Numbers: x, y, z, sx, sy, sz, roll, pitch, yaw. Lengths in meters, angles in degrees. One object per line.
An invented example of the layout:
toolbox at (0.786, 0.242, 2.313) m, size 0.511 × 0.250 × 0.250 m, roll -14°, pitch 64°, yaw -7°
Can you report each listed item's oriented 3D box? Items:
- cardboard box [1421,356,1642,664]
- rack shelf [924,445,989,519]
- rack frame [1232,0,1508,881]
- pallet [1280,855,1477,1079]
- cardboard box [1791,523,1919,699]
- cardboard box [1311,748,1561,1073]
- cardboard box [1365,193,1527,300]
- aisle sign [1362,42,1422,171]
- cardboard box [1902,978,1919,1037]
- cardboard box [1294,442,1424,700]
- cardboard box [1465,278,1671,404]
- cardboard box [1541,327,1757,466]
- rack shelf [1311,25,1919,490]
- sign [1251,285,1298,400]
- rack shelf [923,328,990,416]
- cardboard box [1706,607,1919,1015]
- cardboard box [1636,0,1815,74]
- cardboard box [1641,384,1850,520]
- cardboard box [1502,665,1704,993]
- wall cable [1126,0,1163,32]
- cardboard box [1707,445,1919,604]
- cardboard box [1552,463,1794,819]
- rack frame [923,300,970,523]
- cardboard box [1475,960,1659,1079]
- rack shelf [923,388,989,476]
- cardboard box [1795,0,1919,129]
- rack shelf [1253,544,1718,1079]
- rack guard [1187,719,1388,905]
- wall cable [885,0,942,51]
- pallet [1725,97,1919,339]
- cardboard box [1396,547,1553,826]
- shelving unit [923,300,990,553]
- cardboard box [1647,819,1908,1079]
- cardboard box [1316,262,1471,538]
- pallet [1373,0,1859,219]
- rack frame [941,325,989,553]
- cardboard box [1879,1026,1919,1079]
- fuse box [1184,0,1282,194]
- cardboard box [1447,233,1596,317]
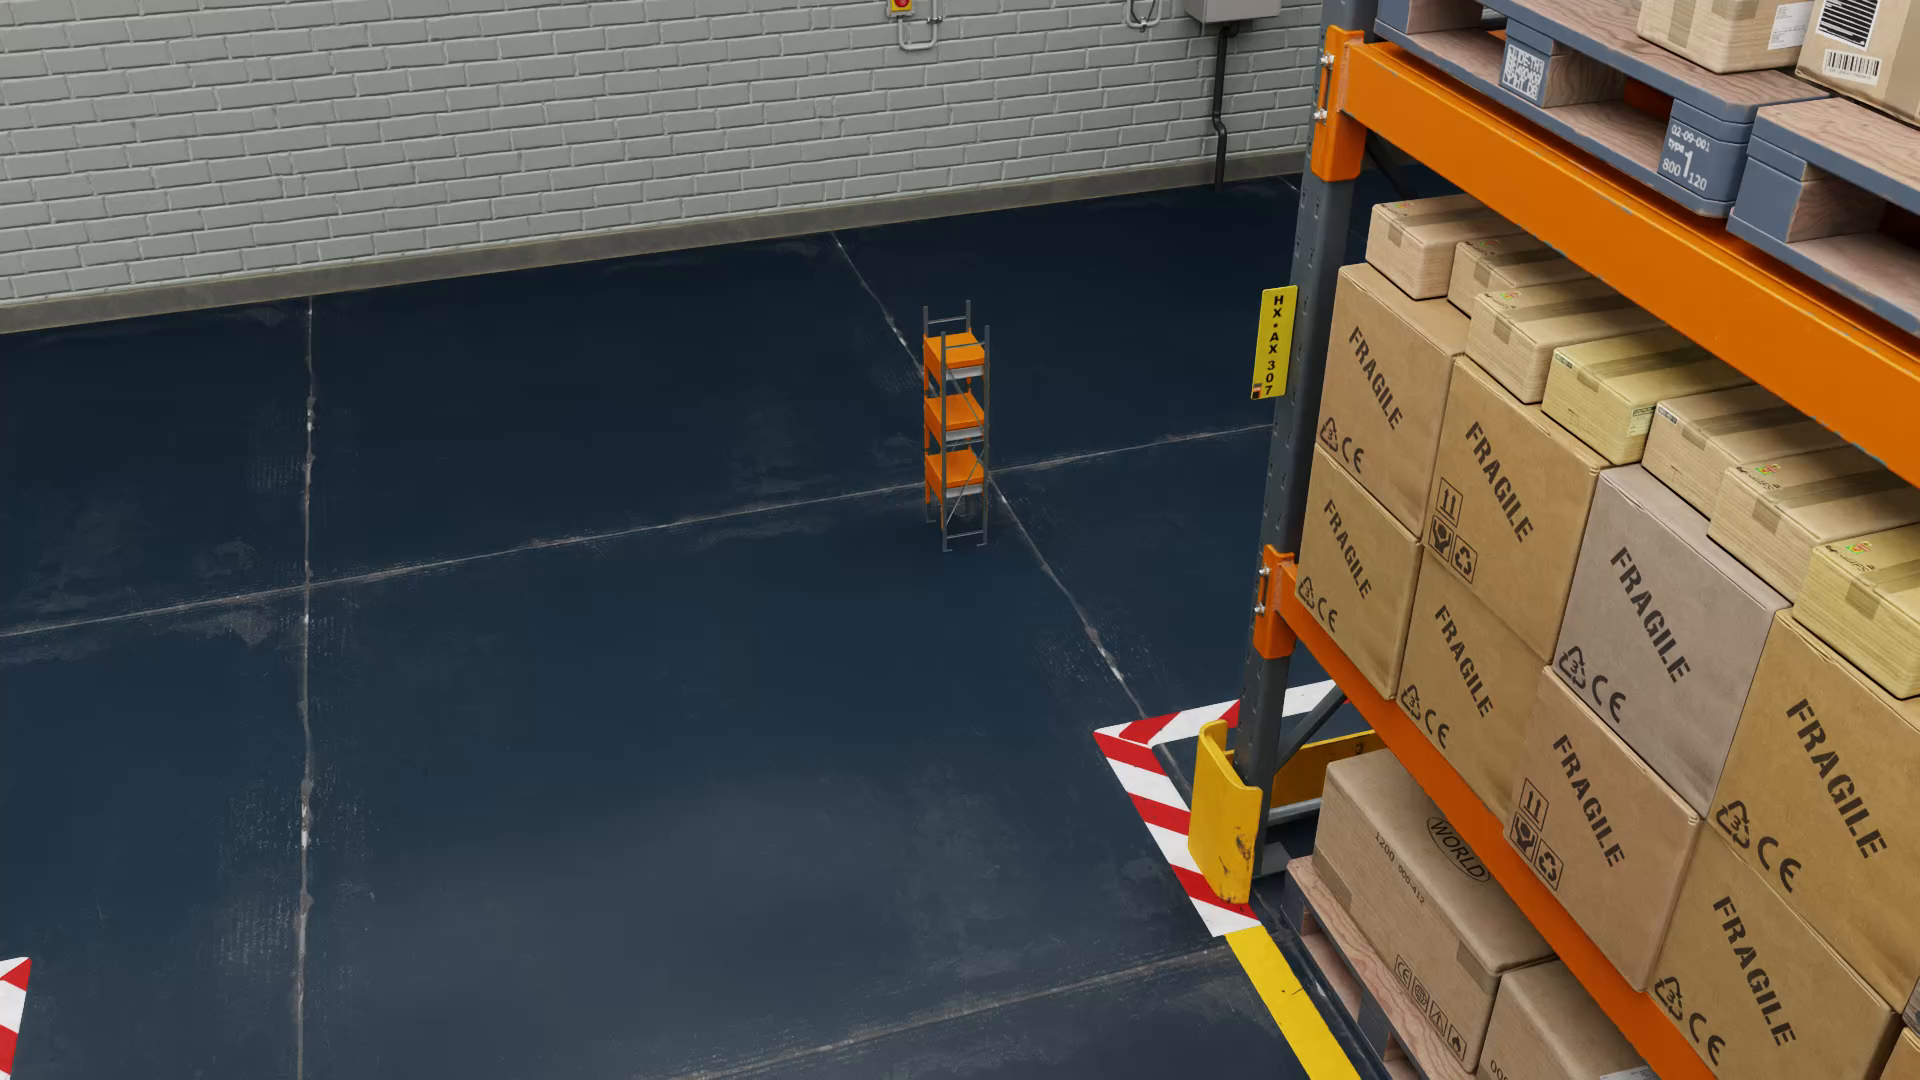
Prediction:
cardboard box at (1.414, -0.113, 3.703) m, size 0.500 × 0.500 × 0.500 m, roll -11°, pitch 35°, yaw -16°
rack shelf at (-0.016, -0.225, 7.162) m, size 0.215 × 0.259 × 0.240 m, roll -10°, pitch 35°, yaw -15°
rack frame at (1.375, -0.224, 4.868) m, size 1.000 × 3.000 × 0.127 m, roll -10°, pitch 35°, yaw -15°
pallet at (1.693, 1.346, 5.022) m, size 1.003 × 0.211 × 1.213 m, roll -10°, pitch 35°, yaw -15°
cardboard box at (1.652, 0.101, 2.791) m, size 0.380 × 0.149 × 0.250 m, roll -11°, pitch 35°, yaw -16°
cardboard box at (1.671, 0.999, 4.960) m, size 0.875 × 0.438 × 0.875 m, roll -11°, pitch 35°, yaw -16°
cardboard box at (1.219, -0.721, 4.034) m, size 0.380 × 0.149 × 0.250 m, roll -9°, pitch 35°, yaw -14°
aisle sign at (1.077, -1.298, 4.135) m, size 0.394 × 0.787 × 0.004 m, roll -10°, pitch 35°, yaw -15°
cardboard box at (1.877, 0.682, 2.499) m, size 0.500 × 0.500 × 0.500 m, roll -10°, pitch 35°, yaw -14°
cardboard box at (1.248, 0.034, 4.386) m, size 0.500 × 0.500 × 0.500 m, roll -10°, pitch 35°, yaw -15°
cardboard box at (1.337, -0.439, 3.608) m, size 0.380 × 0.149 × 0.250 m, roll -9°, pitch 34°, yaw -13°
cardboard box at (1.435, -0.304, 3.403) m, size 0.380 × 0.149 × 0.250 m, roll -11°, pitch 35°, yaw -16°
rack shelf at (1.985, -0.125, 2.651) m, size 1.077 × 0.370 × 4.000 m, roll -10°, pitch 35°, yaw -15°
sign at (0.844, -0.528, 4.471) m, size 0.100 × 0.325 × 0.005 m, roll -10°, pitch 35°, yaw -15°
rack shelf at (-0.016, -0.694, 6.852) m, size 0.215 × 0.259 × 0.240 m, roll -10°, pitch 35°, yaw -15°
cardboard box at (1.732, 0.418, 2.899) m, size 0.500 × 0.500 × 0.500 m, roll -10°, pitch 35°, yaw -15°
cardboard box at (1.488, -0.978, 3.044) m, size 0.380 × 0.149 × 0.250 m, roll -9°, pitch 34°, yaw -13°
cardboard box at (1.565, -0.175, 3.208) m, size 0.380 × 0.149 × 0.250 m, roll -10°, pitch 35°, yaw -14°
cardboard box at (1.567, 0.565, 3.583) m, size 0.500 × 0.500 × 0.500 m, roll -10°, pitch 35°, yaw -15°
wall cable at (0.980, -3.849, 9.433) m, size 0.588 × 1.984 × 0.122 m, roll -10°, pitch 35°, yaw -15°
cardboard box at (1.601, -0.037, 2.999) m, size 0.380 × 0.149 × 0.250 m, roll -10°, pitch 35°, yaw -14°
cardboard box at (1.579, 0.156, 3.296) m, size 0.500 × 0.500 × 0.500 m, roll -10°, pitch 35°, yaw -15°
rack frame at (-0.054, -0.530, 7.100) m, size 0.200 × 1.050 × 0.008 m, roll -10°, pitch 35°, yaw -15°
cardboard box at (1.959, 1.478, 4.235) m, size 0.875 × 0.438 × 0.875 m, roll -9°, pitch 35°, yaw -13°
rack shelf at (-0.016, -0.457, 7.009) m, size 0.215 × 0.259 × 0.240 m, roll -10°, pitch 35°, yaw -15°
cardboard box at (1.784, -0.861, 2.721) m, size 0.500 × 0.311 × 0.500 m, roll -9°, pitch 35°, yaw -14°
rack shelf at (1.985, 1.126, 3.478) m, size 1.077 × 0.370 × 4.000 m, roll -10°, pitch 35°, yaw -15°
rack guard at (1.367, 0.806, 5.577) m, size 1.175 × 0.500 × 0.348 m, roll -10°, pitch 35°, yaw -15°
wall cable at (-0.367, -3.618, 9.054) m, size 0.585 × 1.953 × 0.123 m, roll -10°, pitch 35°, yaw -15°
pallet at (1.987, -0.409, 2.508) m, size 1.003 × 0.211 × 1.213 m, roll -10°, pitch 35°, yaw -15°
cardboard box at (1.429, 0.295, 3.992) m, size 0.500 × 0.500 × 0.500 m, roll -10°, pitch 35°, yaw -15°
shelving unit at (-0.016, -0.466, 7.003) m, size 0.215 × 1.050 × 0.252 m, roll -10°, pitch 35°, yaw -15°
cardboard box at (1.735, 0.826, 3.189) m, size 0.500 × 0.500 × 0.500 m, roll -9°, pitch 34°, yaw -13°
cardboard box at (1.250, -0.383, 4.111) m, size 0.500 × 0.500 × 0.500 m, roll -11°, pitch 35°, yaw -16°
pallet at (1.611, -1.051, 3.479) m, size 1.003 × 0.211 × 1.213 m, roll -10°, pitch 35°, yaw -15°
rack frame at (0.021, -0.402, 6.906) m, size 0.200 × 1.050 × 0.008 m, roll -10°, pitch 35°, yaw -15°
cardboard box at (1.881, 1.103, 2.769) m, size 0.500 × 0.500 × 0.500 m, roll -11°, pitch 35°, yaw -15°
fuse box at (1.678, -2.920, 10.117) m, size 0.539 × 1.711 × 0.414 m, roll -10°, pitch 35°, yaw -15°
cardboard box at (1.367, -0.595, 3.844) m, size 0.380 × 0.149 × 0.250 m, roll -9°, pitch 35°, yaw -14°
